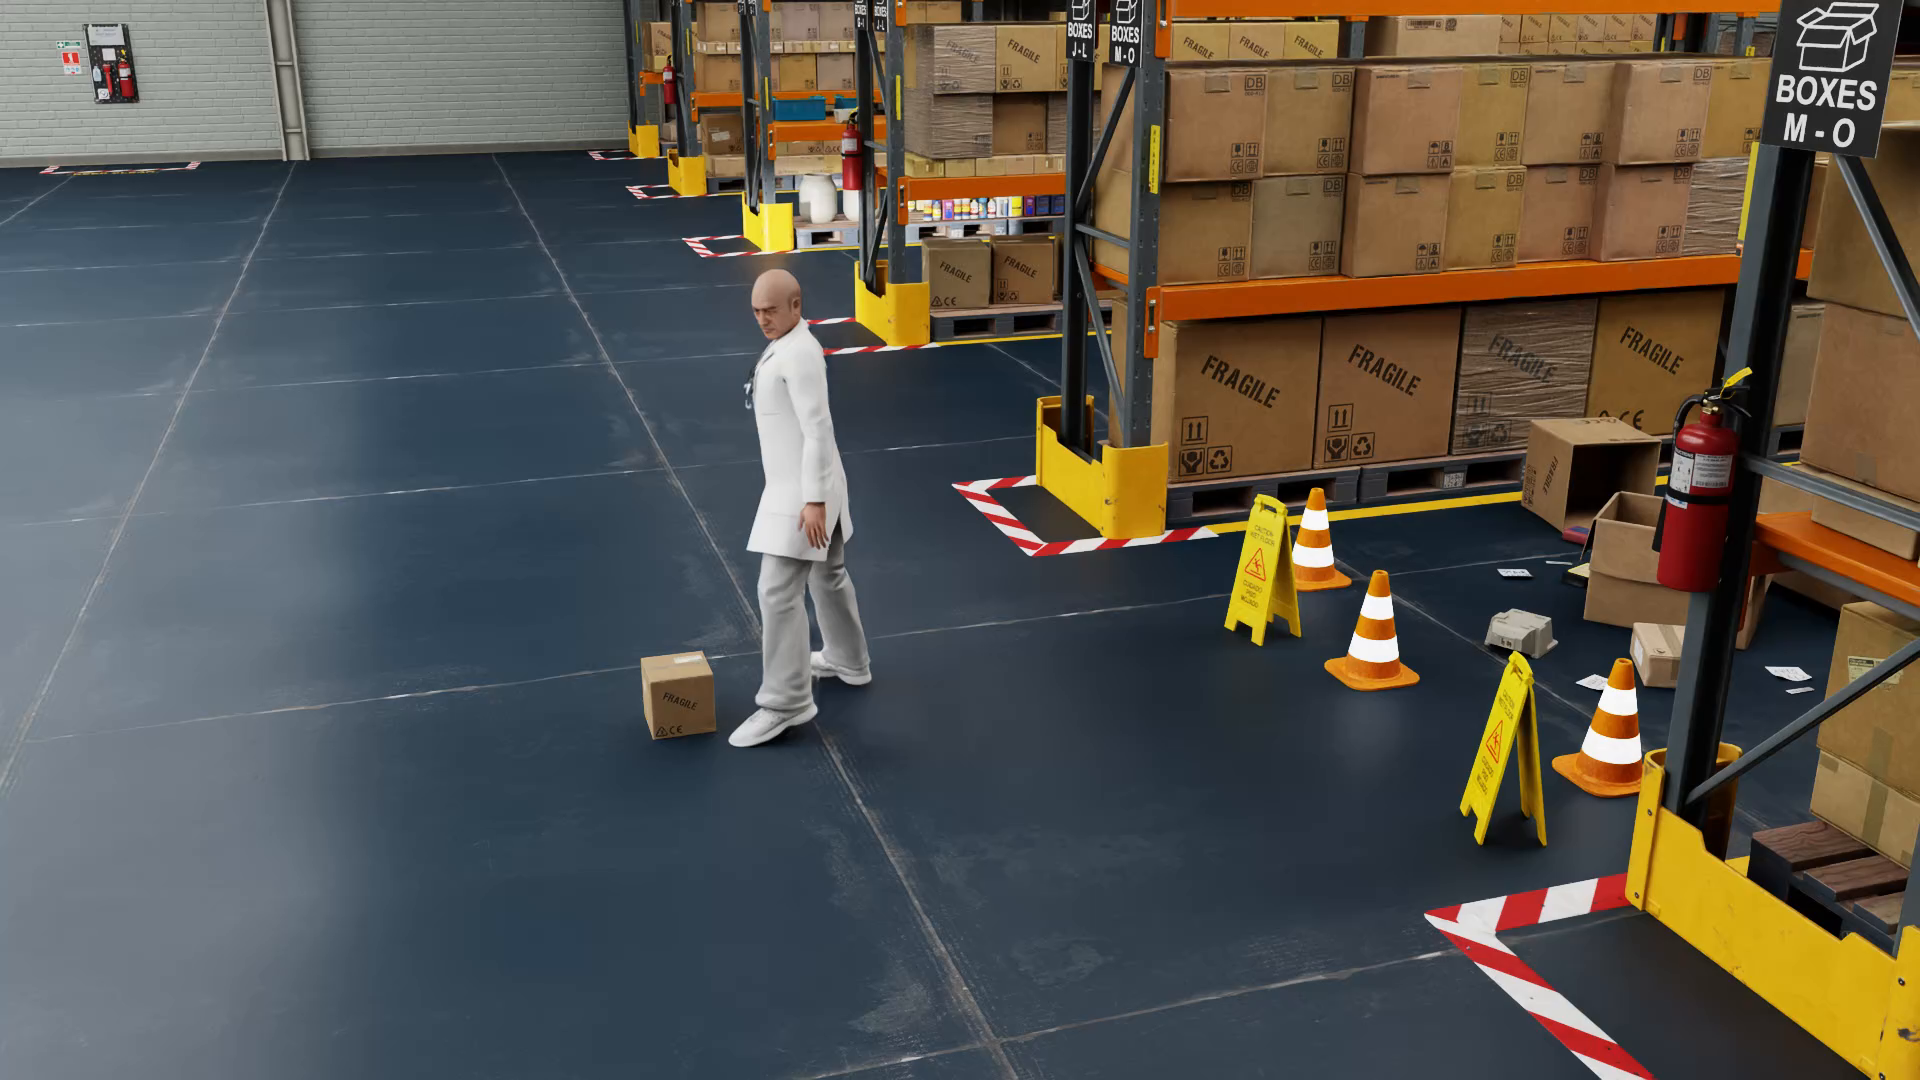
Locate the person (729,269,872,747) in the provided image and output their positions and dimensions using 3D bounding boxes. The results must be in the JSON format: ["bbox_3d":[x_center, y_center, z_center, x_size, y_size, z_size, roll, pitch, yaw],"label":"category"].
[{"bbox_3d":[-0.636,-0.157,6.534,0.531,1.798,0.773,0,19,0],"label":"person"}]
